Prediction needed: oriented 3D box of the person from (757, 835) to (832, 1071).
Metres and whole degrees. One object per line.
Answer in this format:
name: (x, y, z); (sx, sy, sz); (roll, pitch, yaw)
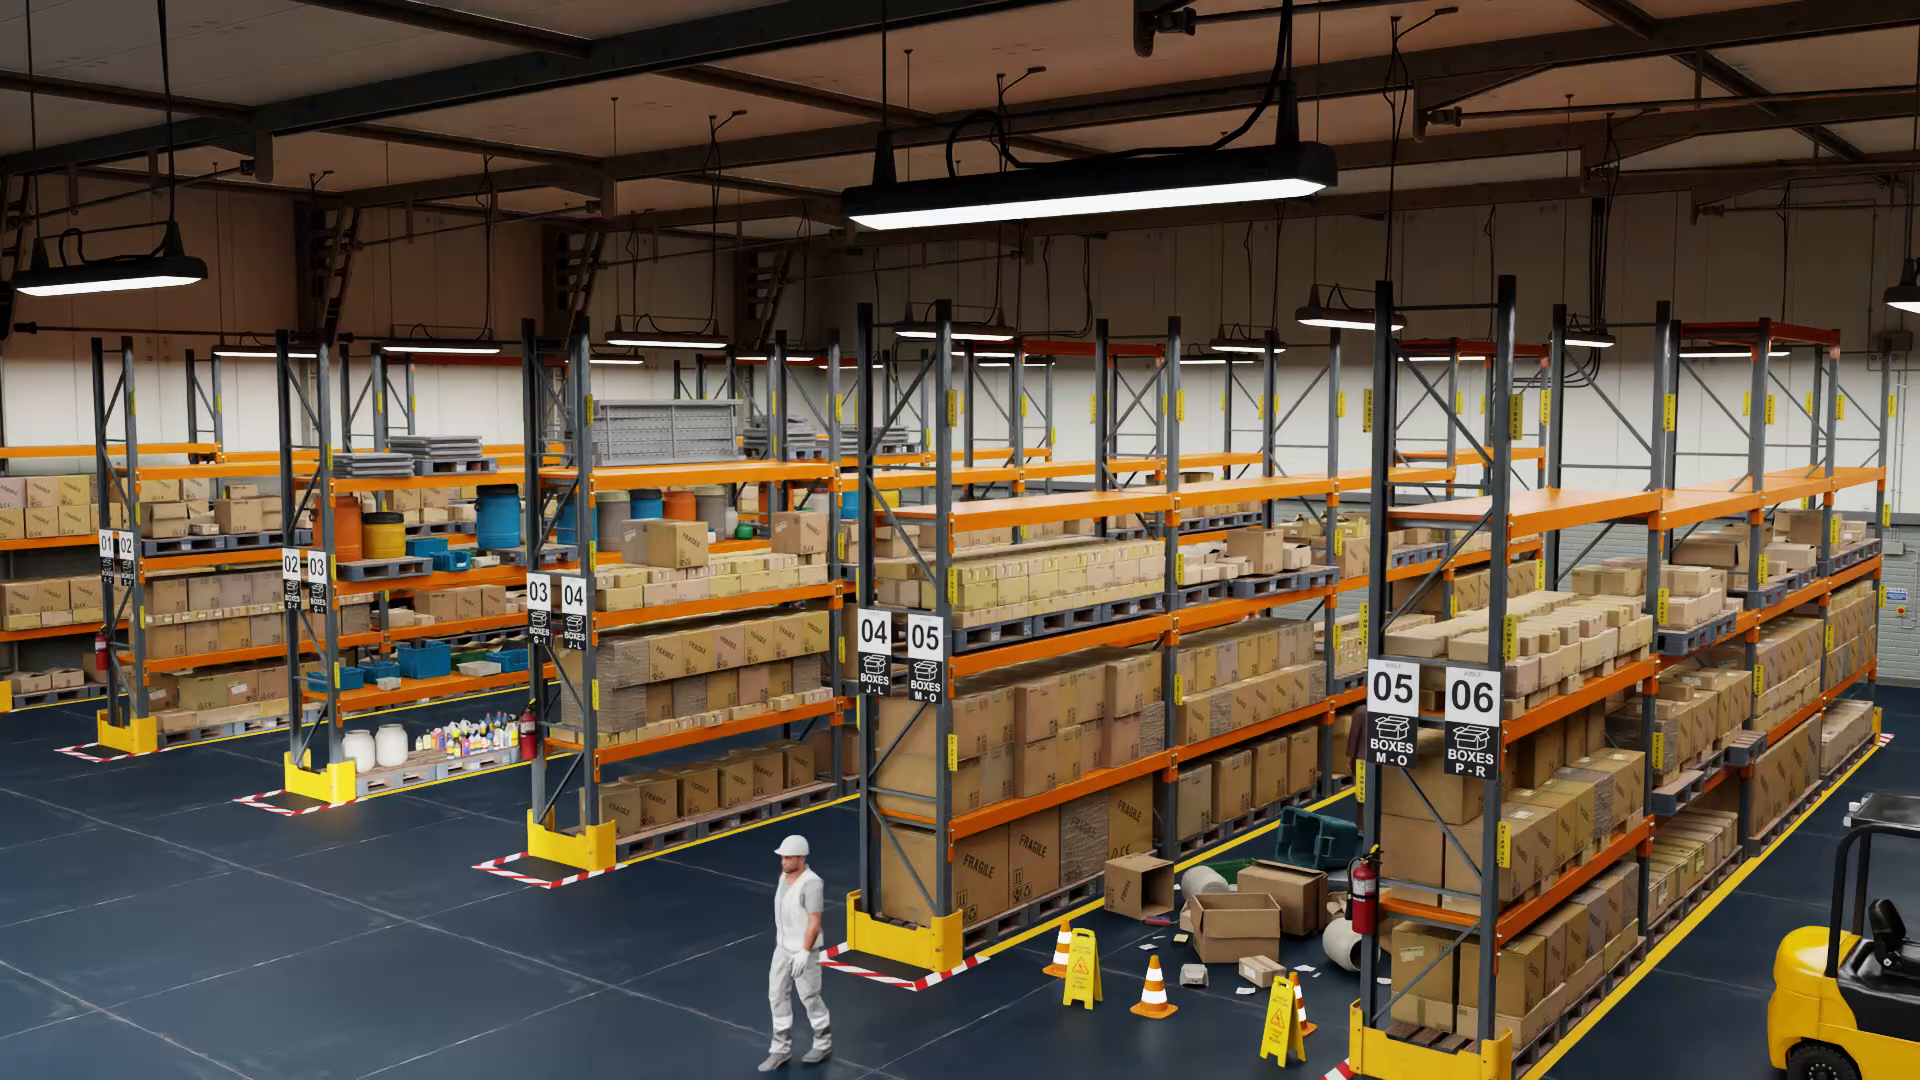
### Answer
person: (-1.281, 3.173, 12.816); (0.596, 1.825, 0.623); (-4, 6, -38)

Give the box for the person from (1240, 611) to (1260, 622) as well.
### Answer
person: (4.830, 1.851, 27.787); (0.577, 1.720, 1.050); (3, 6, 33)

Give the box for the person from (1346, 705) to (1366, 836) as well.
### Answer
person: (4.834, 2.608, 19.524); (0.565, 1.834, 0.607); (3, 6, 33)
